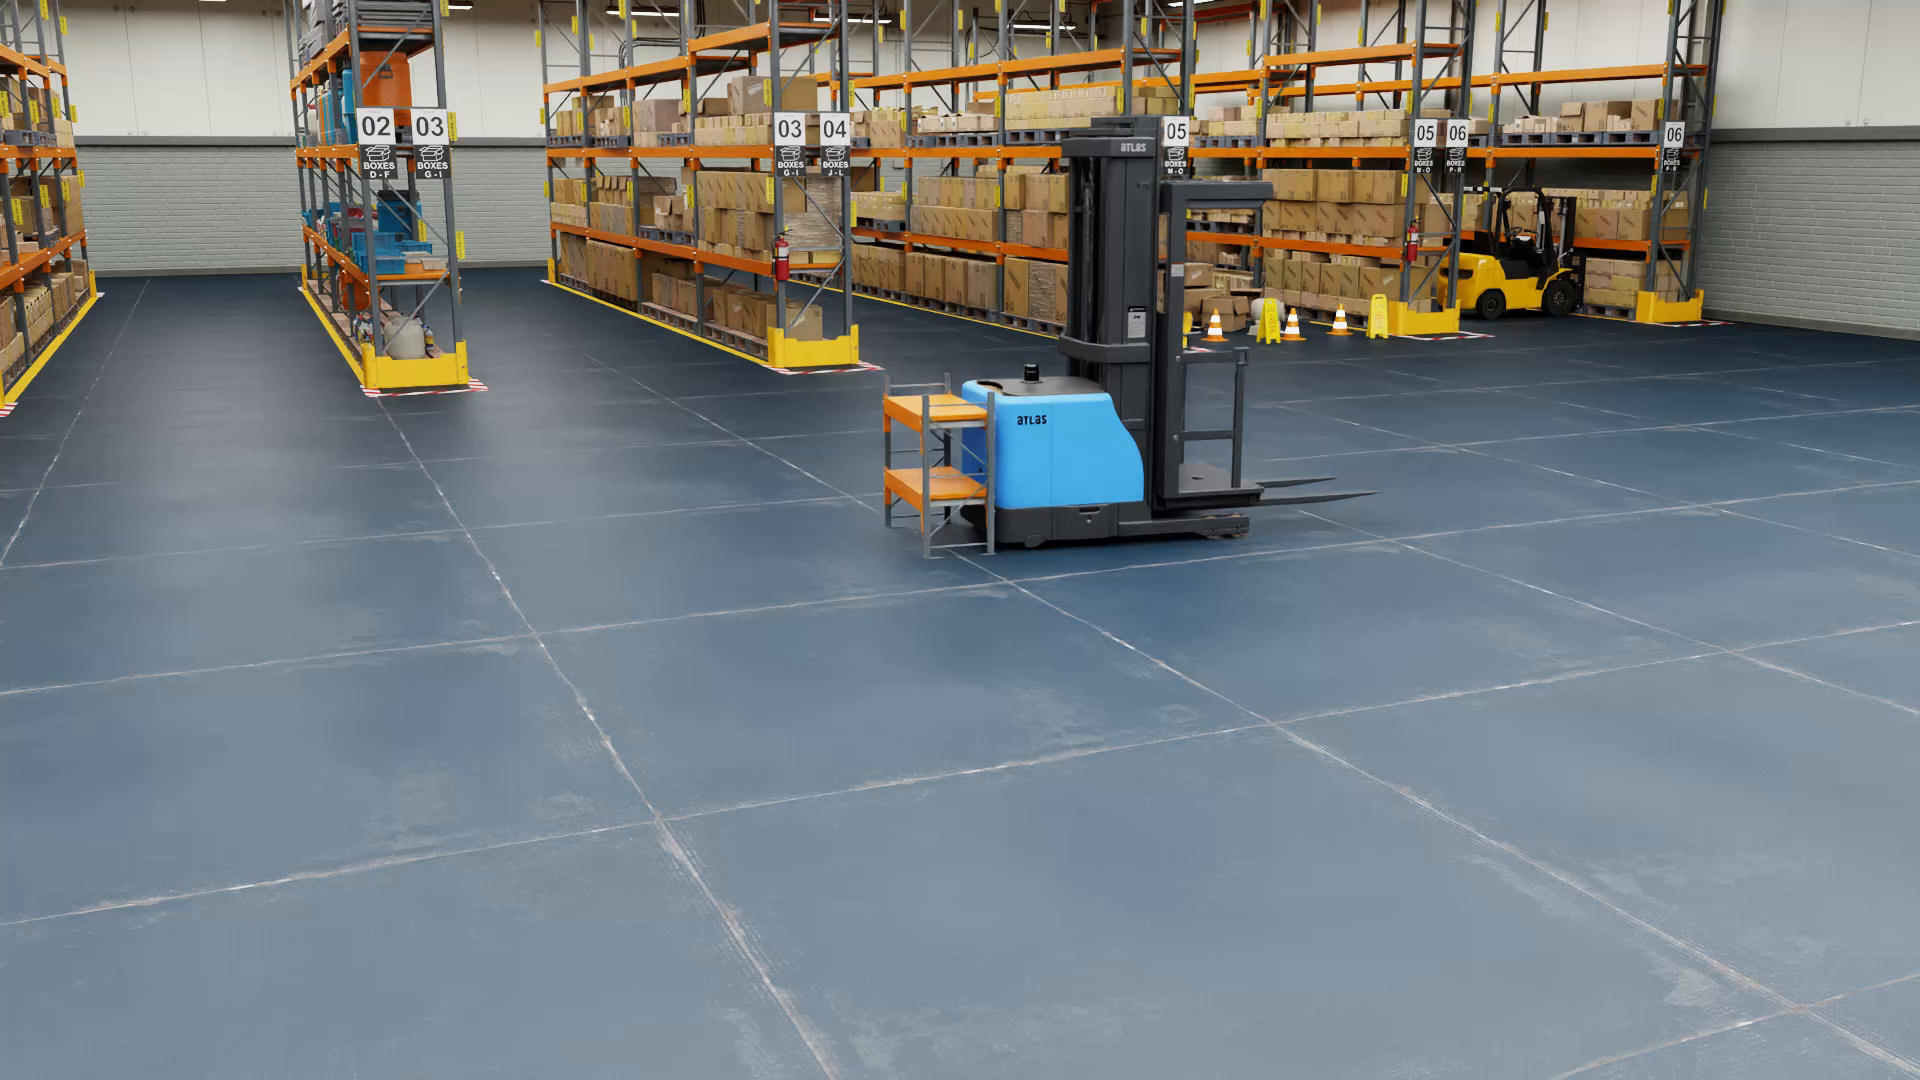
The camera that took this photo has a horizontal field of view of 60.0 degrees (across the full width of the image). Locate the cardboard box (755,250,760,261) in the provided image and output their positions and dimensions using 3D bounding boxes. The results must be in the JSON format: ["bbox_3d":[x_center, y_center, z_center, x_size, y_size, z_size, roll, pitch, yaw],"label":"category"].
[{"bbox_3d":[-2.527,-3.827,22.312,0.380,0.149,0.250,-6,14,-23],"label":"cardboard box"}]

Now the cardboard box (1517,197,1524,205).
[{"bbox_3d":[10.255,-6.099,29.909,0.380,0.149,0.250,-6,14,-23],"label":"cardboard box"}]

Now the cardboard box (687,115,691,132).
[{"bbox_3d":[-3.962,-6.370,25.454,0.396,0.266,0.258,-5,14,-21],"label":"cardboard box"}]

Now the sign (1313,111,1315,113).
[{"bbox_3d":[6.081,-7.243,28.714,0.100,0.325,0.005,-6,14,-23],"label":"sign"}]

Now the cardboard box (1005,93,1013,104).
[{"bbox_3d":[0.926,-6.886,25.954,0.380,0.149,0.250,-5,14,-22],"label":"cardboard box"}]

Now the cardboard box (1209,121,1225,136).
[{"bbox_3d":[4.819,-7.390,29.898,0.500,0.250,0.500,-5,14,-22],"label":"cardboard box"}]

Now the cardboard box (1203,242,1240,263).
[{"bbox_3d":[6.207,-6.865,39.491,0.700,0.500,0.500,-6,14,-25],"label":"cardboard box"}]

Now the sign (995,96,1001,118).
[{"bbox_3d":[0.598,-6.827,26.218,0.100,0.325,0.005,-6,14,-23],"label":"sign"}]

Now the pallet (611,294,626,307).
[{"bbox_3d":[-5.827,-4.473,30.730,1.003,0.211,1.213,-6,14,-23],"label":"pallet"}]

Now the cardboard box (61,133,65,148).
[{"bbox_3d":[-16.140,-7.061,29.407,0.500,0.250,0.500,-6,14,-23],"label":"cardboard box"}]

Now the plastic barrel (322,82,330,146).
[{"bbox_3d":[-8.958,-6.198,24.234,0.600,0.901,0.708,-6,14,-23],"label":"plastic barrel"}]

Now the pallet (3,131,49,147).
[{"bbox_3d":[-13.820,-5.754,23.845,1.213,0.211,1.003,-5,14,-20],"label":"pallet"}]

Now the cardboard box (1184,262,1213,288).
[{"bbox_3d":[3.968,-4.463,28.367,0.500,0.500,0.500,-6,14,-23],"label":"cardboard box"}]

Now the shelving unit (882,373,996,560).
[{"bbox_3d":[-0.161,-0.543,11.723,0.538,1.125,1.048,-4,14,-17],"label":"shelving unit"}]

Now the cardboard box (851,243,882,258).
[{"bbox_3d":[-1.844,-5.730,32.924,0.500,0.250,0.500,-5,14,-21],"label":"cardboard box"}]

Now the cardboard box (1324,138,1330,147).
[{"bbox_3d":[6.105,-6.413,26.829,0.380,0.149,0.250,-6,14,-23],"label":"cardboard box"}]

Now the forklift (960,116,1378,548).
[{"bbox_3d":[1.577,-1.541,12.030,3.031,2.935,1.130,-4,14,-16],"label":"forklift"}]

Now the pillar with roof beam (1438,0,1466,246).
[{"bbox_3d":[5.934,-9.101,31.235,9.100,9.000,0.400,-6,14,-23],"label":"pillar with roof beam"}]

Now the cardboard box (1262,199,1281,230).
[{"bbox_3d":[5.507,-5.557,28.346,0.500,0.500,0.500,-6,14,-23],"label":"cardboard box"}]

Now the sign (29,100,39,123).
[{"bbox_3d":[-13.662,-6.317,24.536,0.100,0.325,0.005,-6,14,-23],"label":"sign"}]

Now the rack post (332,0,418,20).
[{"bbox_3d":[-7.234,-6.594,20.570,0.937,0.300,0.954,-6,14,-24],"label":"rack post"}]

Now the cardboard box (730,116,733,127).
[{"bbox_3d":[-2.954,-5.756,22.882,0.380,0.149,0.250,-5,14,-22],"label":"cardboard box"}]

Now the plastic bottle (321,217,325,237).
[{"bbox_3d":[-10.798,-5.323,28.325,0.144,0.351,0.185,-6,14,-23],"label":"plastic bottle"}]

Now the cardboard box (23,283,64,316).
[{"bbox_3d":[-14.310,-3.741,25.948,0.500,0.500,0.500,-6,14,-25],"label":"cardboard box"}]

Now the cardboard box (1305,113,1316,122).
[{"bbox_3d":[5.869,-6.902,27.177,0.380,0.149,0.250,-6,14,-25],"label":"cardboard box"}]

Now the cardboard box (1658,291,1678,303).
[{"bbox_3d":[11.718,-4.086,28.039,0.500,0.250,0.500,-6,14,-23],"label":"cardboard box"}]

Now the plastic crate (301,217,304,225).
[{"bbox_3d":[-12.989,-6.362,33.159,0.250,0.136,0.298,-6,14,-23],"label":"plastic crate"}]

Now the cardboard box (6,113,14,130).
[{"bbox_3d":[-13.714,-5.914,23.520,0.500,0.250,0.500,-5,14,-21],"label":"cardboard box"}]

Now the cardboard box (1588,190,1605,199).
[{"bbox_3d":[10.904,-5.868,28.253,0.380,0.149,0.250,-5,14,-22],"label":"cardboard box"}]

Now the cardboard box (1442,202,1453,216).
[{"bbox_3d":[9.490,-6.283,31.588,0.500,0.250,0.500,-6,14,-24],"label":"cardboard box"}]

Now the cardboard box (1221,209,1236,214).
[{"bbox_3d":[4.992,-6.055,29.565,0.500,0.500,0.500,-6,14,-23],"label":"cardboard box"}]

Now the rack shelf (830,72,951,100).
[{"bbox_3d":[-1.312,-8.628,31.676,1.077,0.370,4.000,-6,14,-23],"label":"rack shelf"}]

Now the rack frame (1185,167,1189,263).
[{"bbox_3d":[3.984,-6.306,32.463,1.000,3.000,0.127,-6,14,-23],"label":"rack frame"}]

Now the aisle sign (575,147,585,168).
[{"bbox_3d":[-8.054,-8.372,35.625,0.394,0.787,0.004,-6,14,-23],"label":"aisle sign"}]

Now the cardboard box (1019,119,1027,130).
[{"bbox_3d":[1.130,-6.393,25.590,0.380,0.149,0.250,-6,14,-23],"label":"cardboard box"}]

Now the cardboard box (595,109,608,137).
[{"bbox_3d":[-6.457,-7.833,31.255,0.700,0.500,0.500,-5,14,-22],"label":"cardboard box"}]

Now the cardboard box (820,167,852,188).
[{"bbox_3d":[-2.549,-7.418,34.168,0.500,0.500,0.500,-6,14,-25],"label":"cardboard box"}]

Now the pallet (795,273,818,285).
[{"bbox_3d":[-2.907,-5.694,36.002,1.003,0.211,1.213,-6,14,-23],"label":"pallet"}]

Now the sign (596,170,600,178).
[{"bbox_3d":[-7.798,-7.789,35.779,0.100,0.325,0.005,-6,14,-23],"label":"sign"}]

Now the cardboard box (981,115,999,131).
[{"bbox_3d":[0.662,-6.784,27.058,0.500,0.250,0.500,-5,14,-22],"label":"cardboard box"}]

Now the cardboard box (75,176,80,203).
[{"bbox_3d":[-16.745,-6.534,31.009,0.500,0.500,0.500,-5,14,-21],"label":"cardboard box"}]

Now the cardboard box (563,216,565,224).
[{"bbox_3d":[-7.943,-6.572,34.172,0.380,0.149,0.250,-6,14,-24],"label":"cardboard box"}]

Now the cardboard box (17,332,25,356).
[{"bbox_3d":[-12.186,-2.479,21.096,0.500,0.250,0.500,-6,14,-23],"label":"cardboard box"}]

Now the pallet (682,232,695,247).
[{"bbox_3d":[-3.666,-4.662,25.785,1.003,0.211,1.213,-6,14,-23],"label":"pallet"}]

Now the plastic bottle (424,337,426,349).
[{"bbox_3d":[-6.912,-2.586,21.619,0.097,0.201,0.097,0,13,0],"label":"plastic bottle"}]

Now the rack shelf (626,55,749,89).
[{"bbox_3d":[-4.295,-7.375,26.260,1.077,0.370,4.000,-6,14,-23],"label":"rack shelf"}]

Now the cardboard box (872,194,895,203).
[{"bbox_3d":[-1.441,-6.431,31.309,0.380,0.149,0.250,-5,14,-21],"label":"cardboard box"}]

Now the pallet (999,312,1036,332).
[{"bbox_3d":[1.324,-3.489,26.475,1.003,0.211,1.213,-6,14,-23],"label":"pallet"}]

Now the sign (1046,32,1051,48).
[{"bbox_3d":[1.864,-10.542,35.039,0.100,0.325,0.005,-6,14,-23],"label":"sign"}]

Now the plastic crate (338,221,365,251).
[{"bbox_3d":[-8.506,-4.240,23.397,0.402,0.464,0.583,-6,14,-23],"label":"plastic crate"}]

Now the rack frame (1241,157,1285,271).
[{"bbox_3d":[6.929,-7.581,37.974,1.000,3.000,0.127,-6,14,-23],"label":"rack frame"}]

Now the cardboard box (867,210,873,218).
[{"bbox_3d":[-1.537,-6.192,31.598,0.380,0.149,0.250,-6,14,-25],"label":"cardboard box"}]

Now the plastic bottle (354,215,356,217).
[{"bbox_3d":[-10.700,-5.592,29.490,0.144,0.351,0.185,-6,14,-23],"label":"plastic bottle"}]

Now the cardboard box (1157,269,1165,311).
[{"bbox_3d":[2.362,-3.489,24.071,0.875,0.875,0.875,-6,14,-23],"label":"cardboard box"}]

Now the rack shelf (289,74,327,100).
[{"bbox_3d":[-12.038,-8.580,31.468,1.077,0.370,4.000,-6,14,-23],"label":"rack shelf"}]
